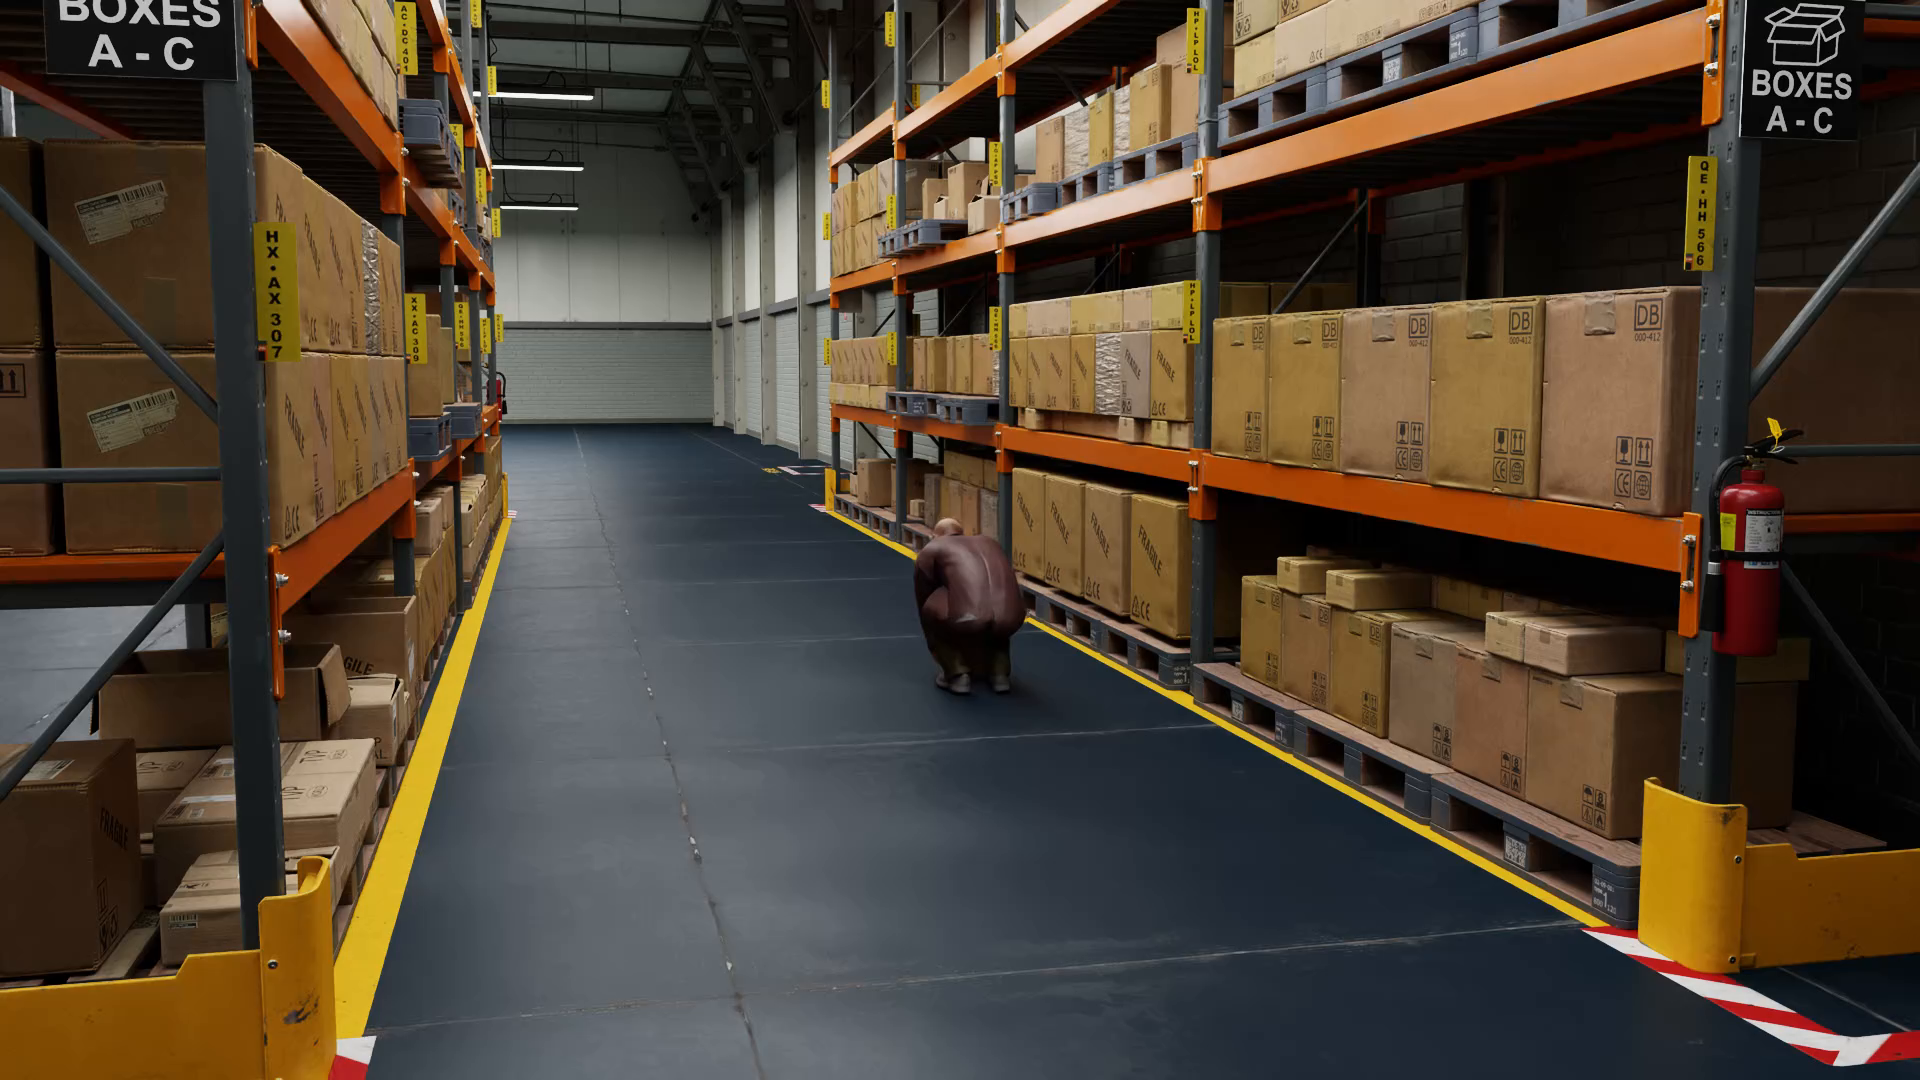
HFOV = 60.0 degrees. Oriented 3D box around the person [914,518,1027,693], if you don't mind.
[{"bbox_3d":[0.055,0.373,9.151,0.590,0.879,0.872,-1,6,-13],"label":"person"}]
